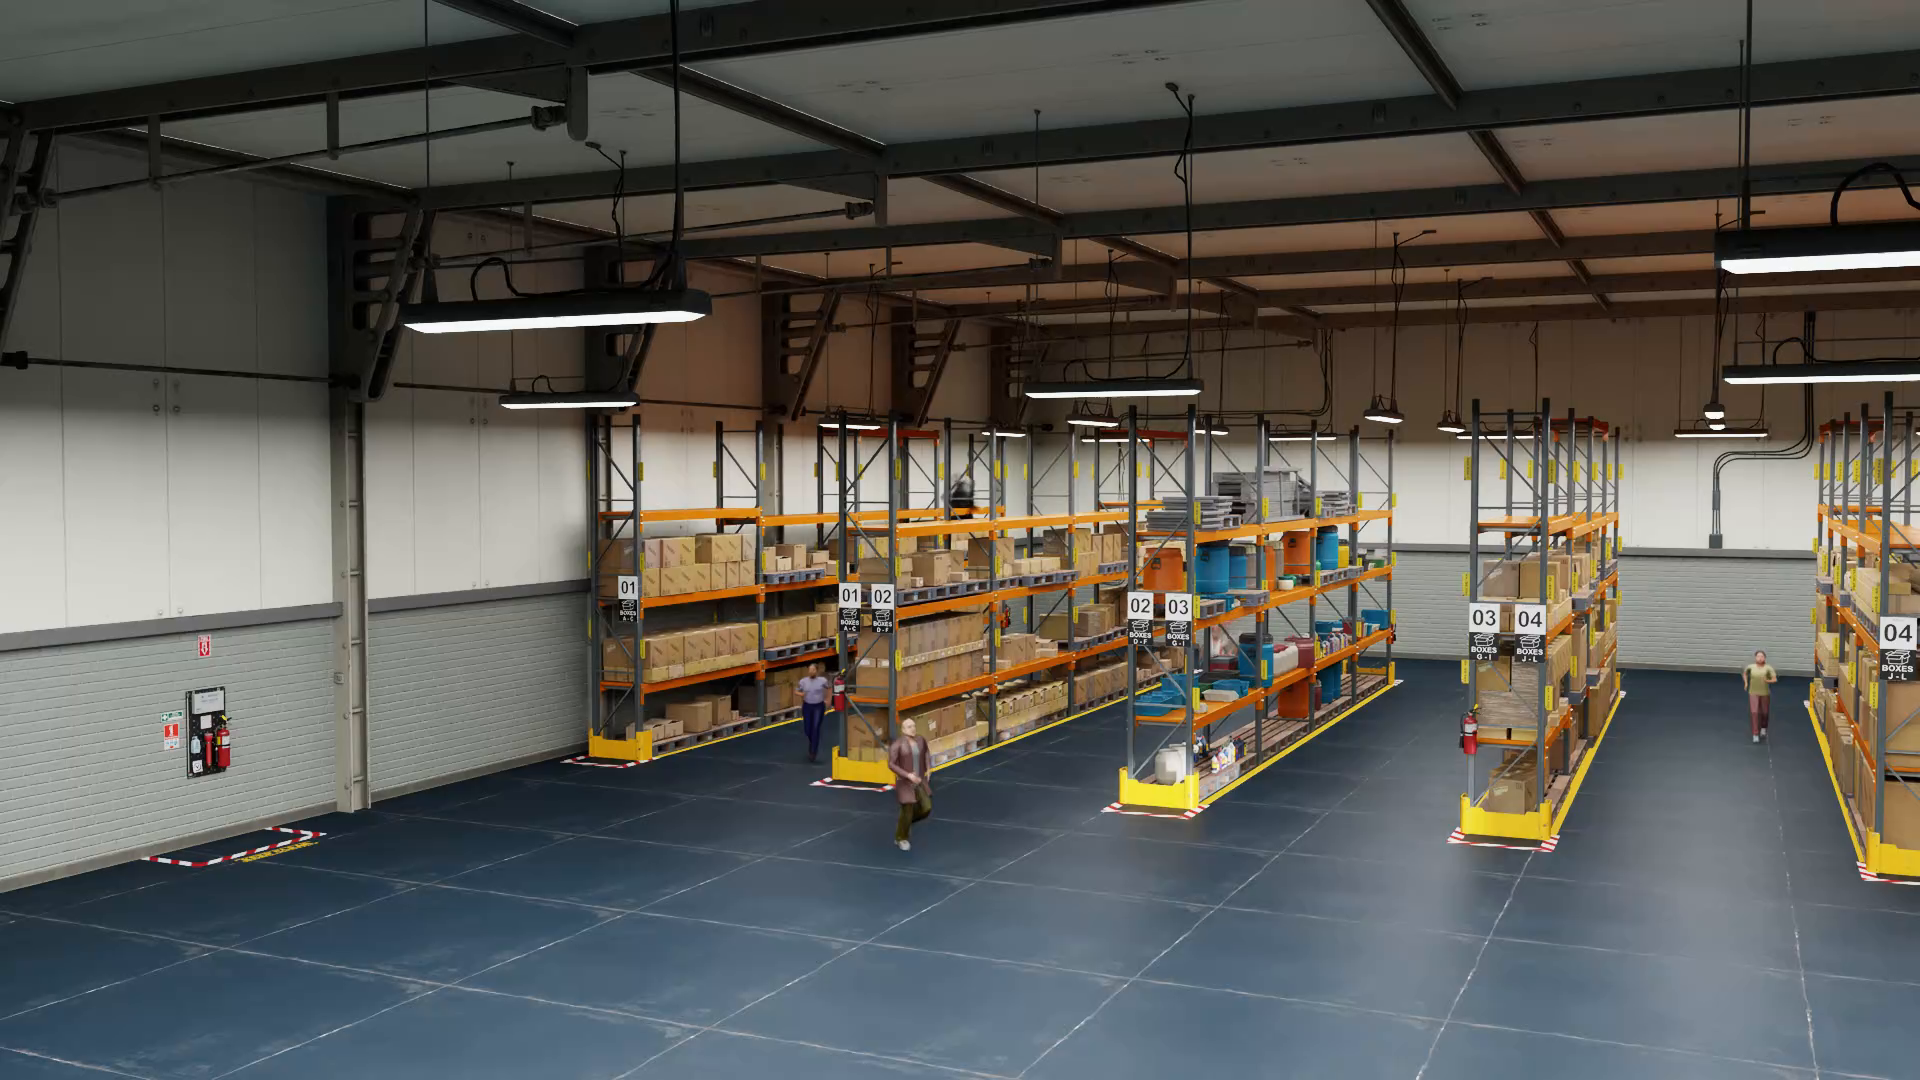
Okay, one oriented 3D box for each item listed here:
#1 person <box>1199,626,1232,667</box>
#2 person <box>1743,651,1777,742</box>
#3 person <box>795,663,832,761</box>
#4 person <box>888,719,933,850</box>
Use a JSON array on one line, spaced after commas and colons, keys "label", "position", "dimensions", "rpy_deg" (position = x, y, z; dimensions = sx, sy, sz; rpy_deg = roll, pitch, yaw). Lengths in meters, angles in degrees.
[{"label": "person", "position": [5.390, 2.688, 35.086], "dimensions": [0.667, 1.749, 0.745], "rpy_deg": [1, 2, 17]}, {"label": "person", "position": [14.855, 2.882, 30.887], "dimensions": [0.579, 1.638, 0.966], "rpy_deg": [1, 3, 26]}, {"label": "person", "position": [-2.560, 2.971, 29.029], "dimensions": [0.637, 1.625, 0.907], "rpy_deg": [0, 2, 6]}, {"label": "person", "position": [-0.625, 3.233, 22.022], "dimensions": [0.740, 1.740, 0.698], "rpy_deg": [-2, 3, -33]}]
